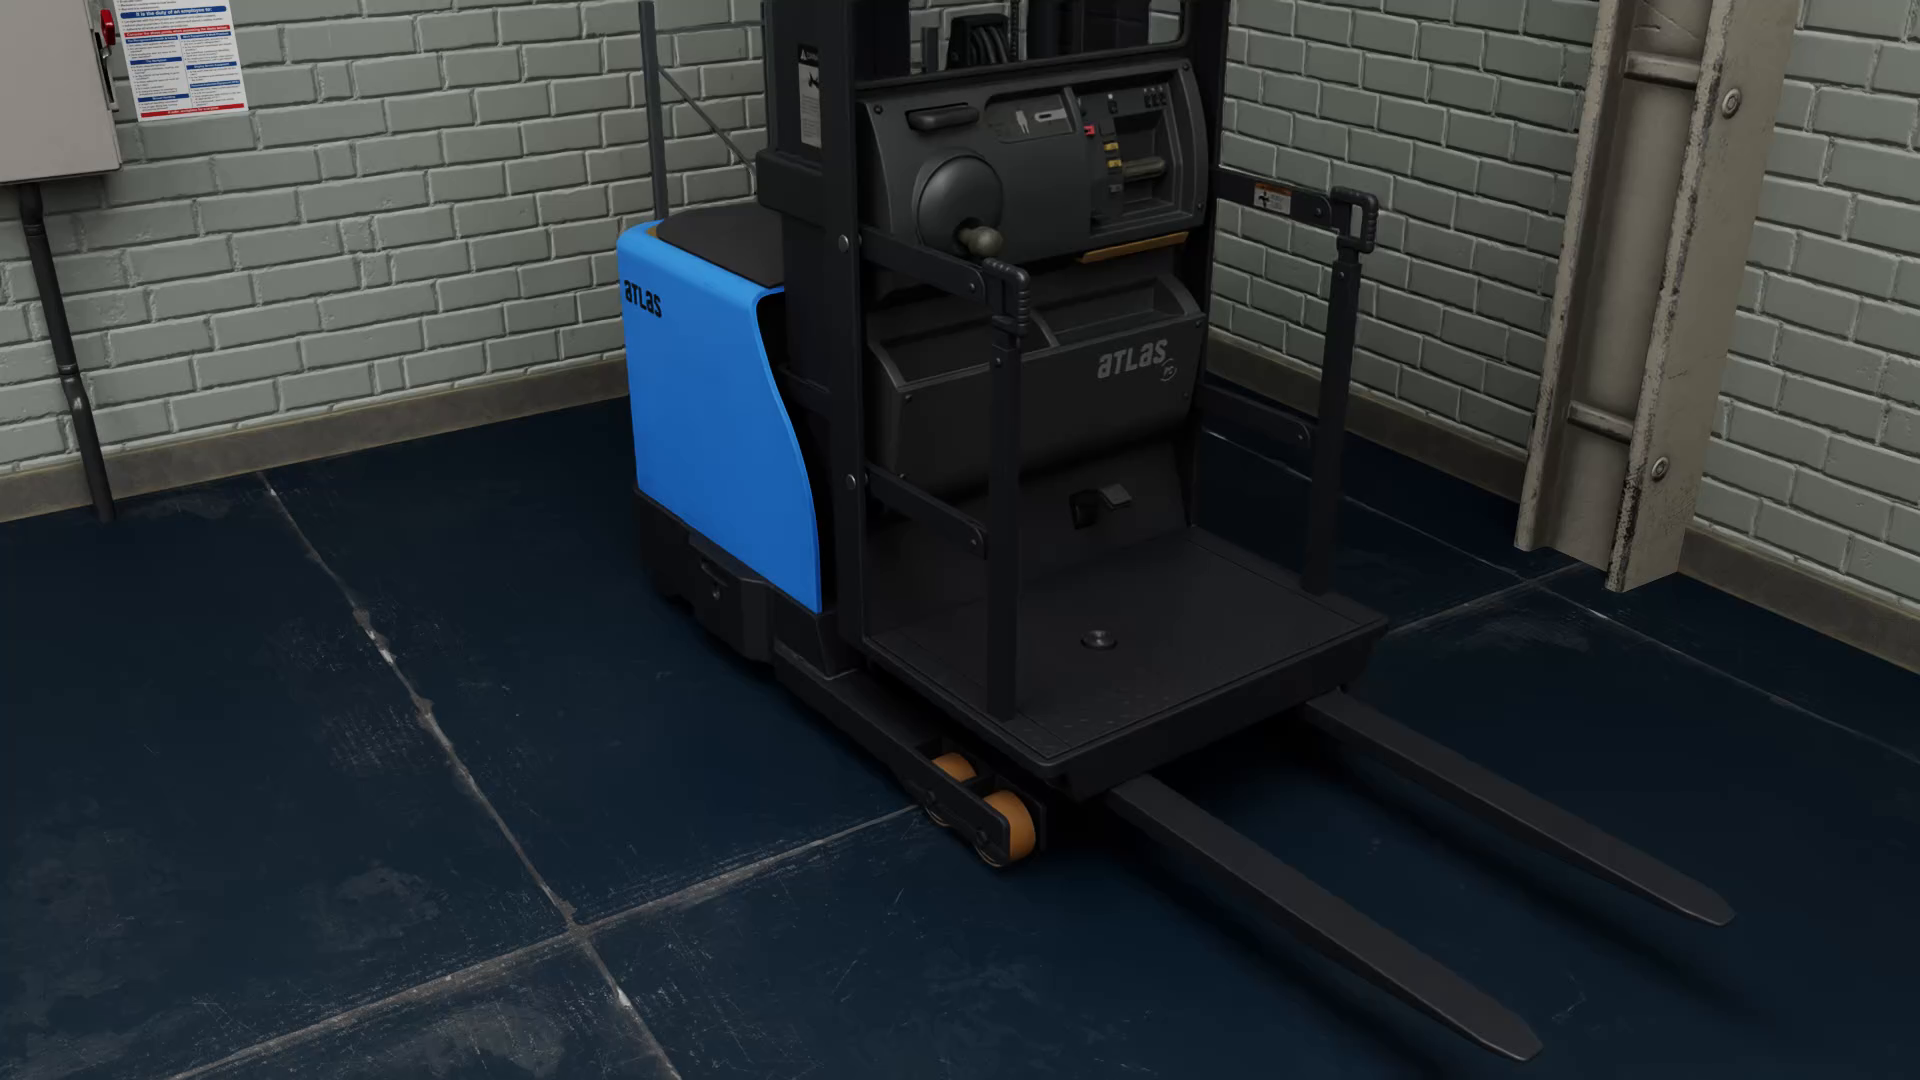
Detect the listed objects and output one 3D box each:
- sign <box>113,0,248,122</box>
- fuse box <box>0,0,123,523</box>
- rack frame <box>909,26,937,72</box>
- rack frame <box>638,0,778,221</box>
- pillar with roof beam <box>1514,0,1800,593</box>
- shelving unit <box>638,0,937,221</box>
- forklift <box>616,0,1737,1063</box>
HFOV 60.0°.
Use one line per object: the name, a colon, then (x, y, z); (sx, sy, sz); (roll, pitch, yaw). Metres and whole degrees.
sign: (-2.429, -1.567, 5.168); (0.329, 0.494, 0.001); (-16, 29, -30)
fuse box: (-2.729, -0.839, 5.022); (0.539, 1.711, 0.414); (-16, 29, -30)
rack frame: (-0.284, -0.814, 5.217); (0.500, 1.500, 0.032); (-16, 30, -31)
rack frame: (-0.859, -1.171, 5.975); (0.500, 1.500, 0.032); (-16, 30, -31)
pillar with roof beam: (-1.638, -3.015, 1.095); (9.100, 9.000, 0.400); (-16, 29, -30)
shelving unit: (-0.577, -0.996, 5.602); (0.587, 1.500, 1.083); (-16, 30, -31)
forklift: (0.325, -0.835, 3.586); (1.130, 2.935, 3.031); (-18, 31, -33)
